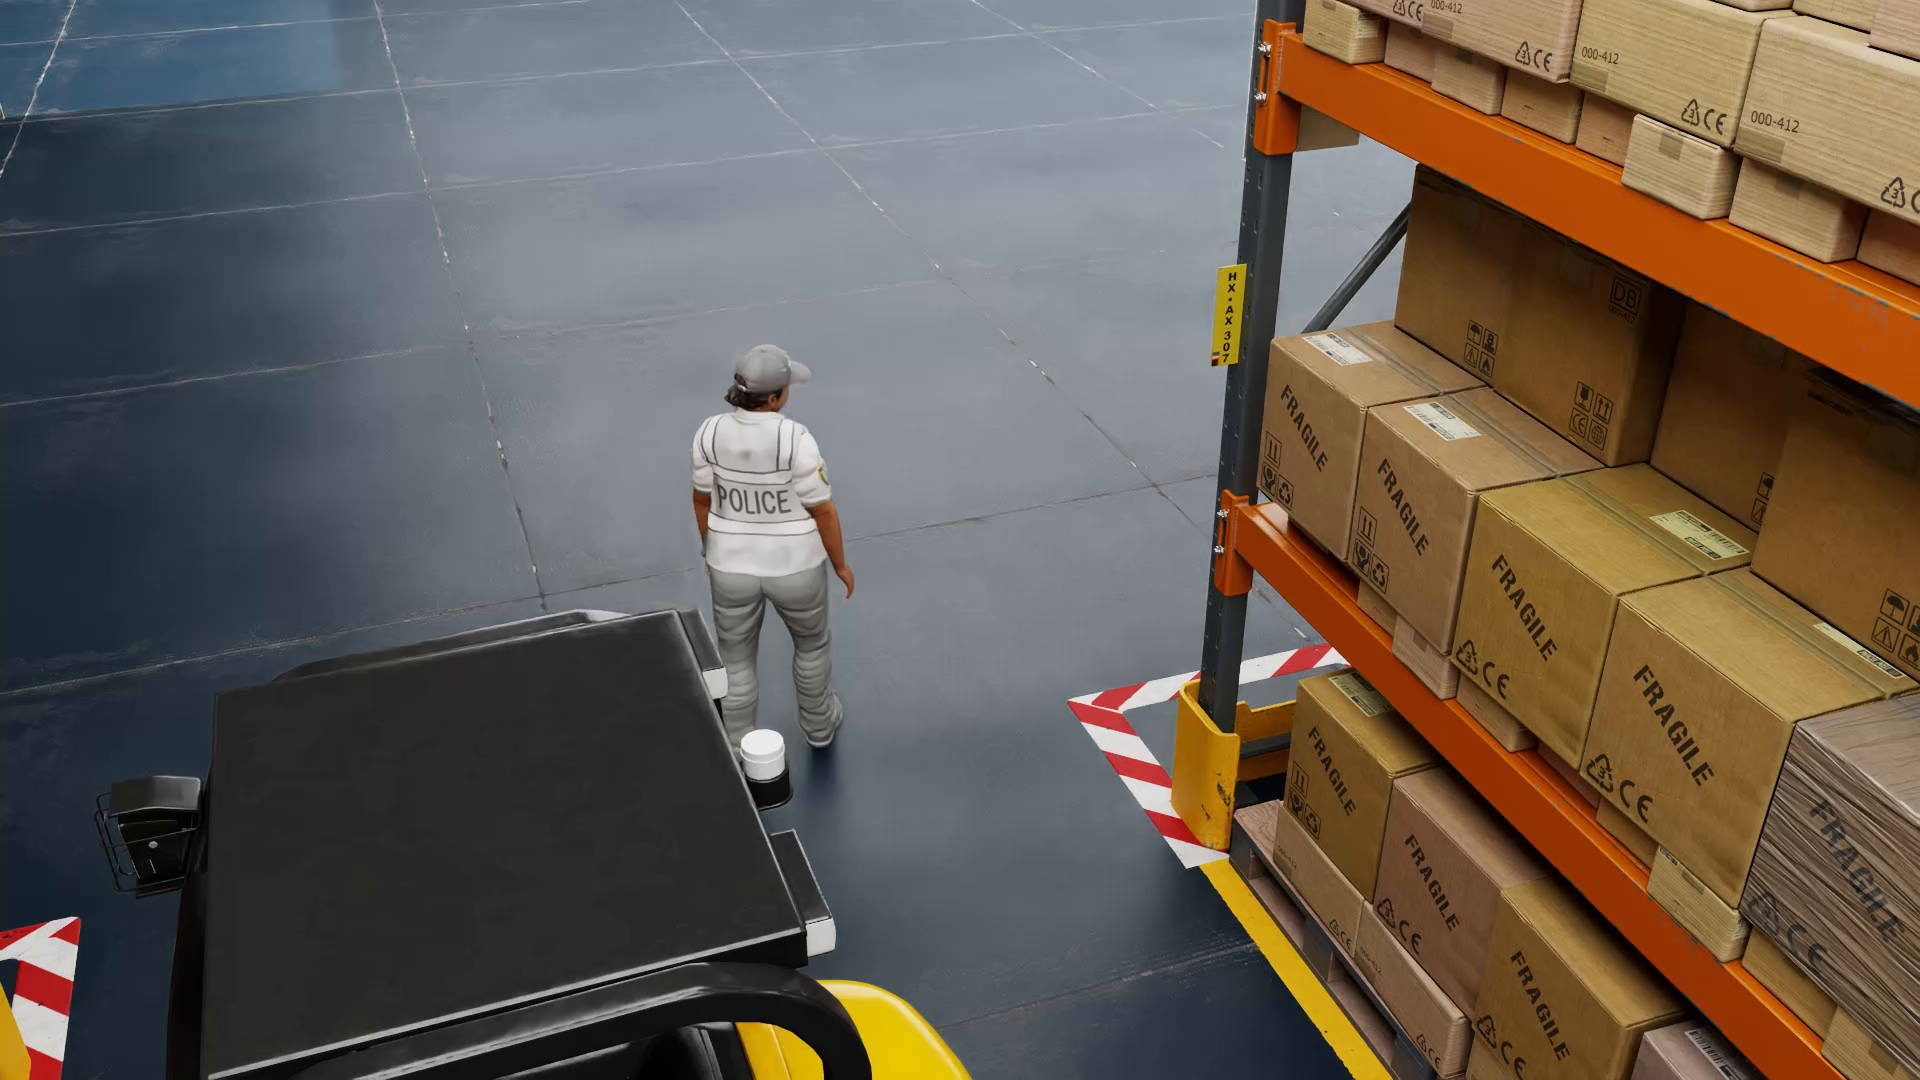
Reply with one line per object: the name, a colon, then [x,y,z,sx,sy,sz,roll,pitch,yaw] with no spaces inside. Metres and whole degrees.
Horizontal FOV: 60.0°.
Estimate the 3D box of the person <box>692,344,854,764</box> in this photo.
person: [-0.671,0.073,5.962,0.587,1.656,0.563,2,30,4]
